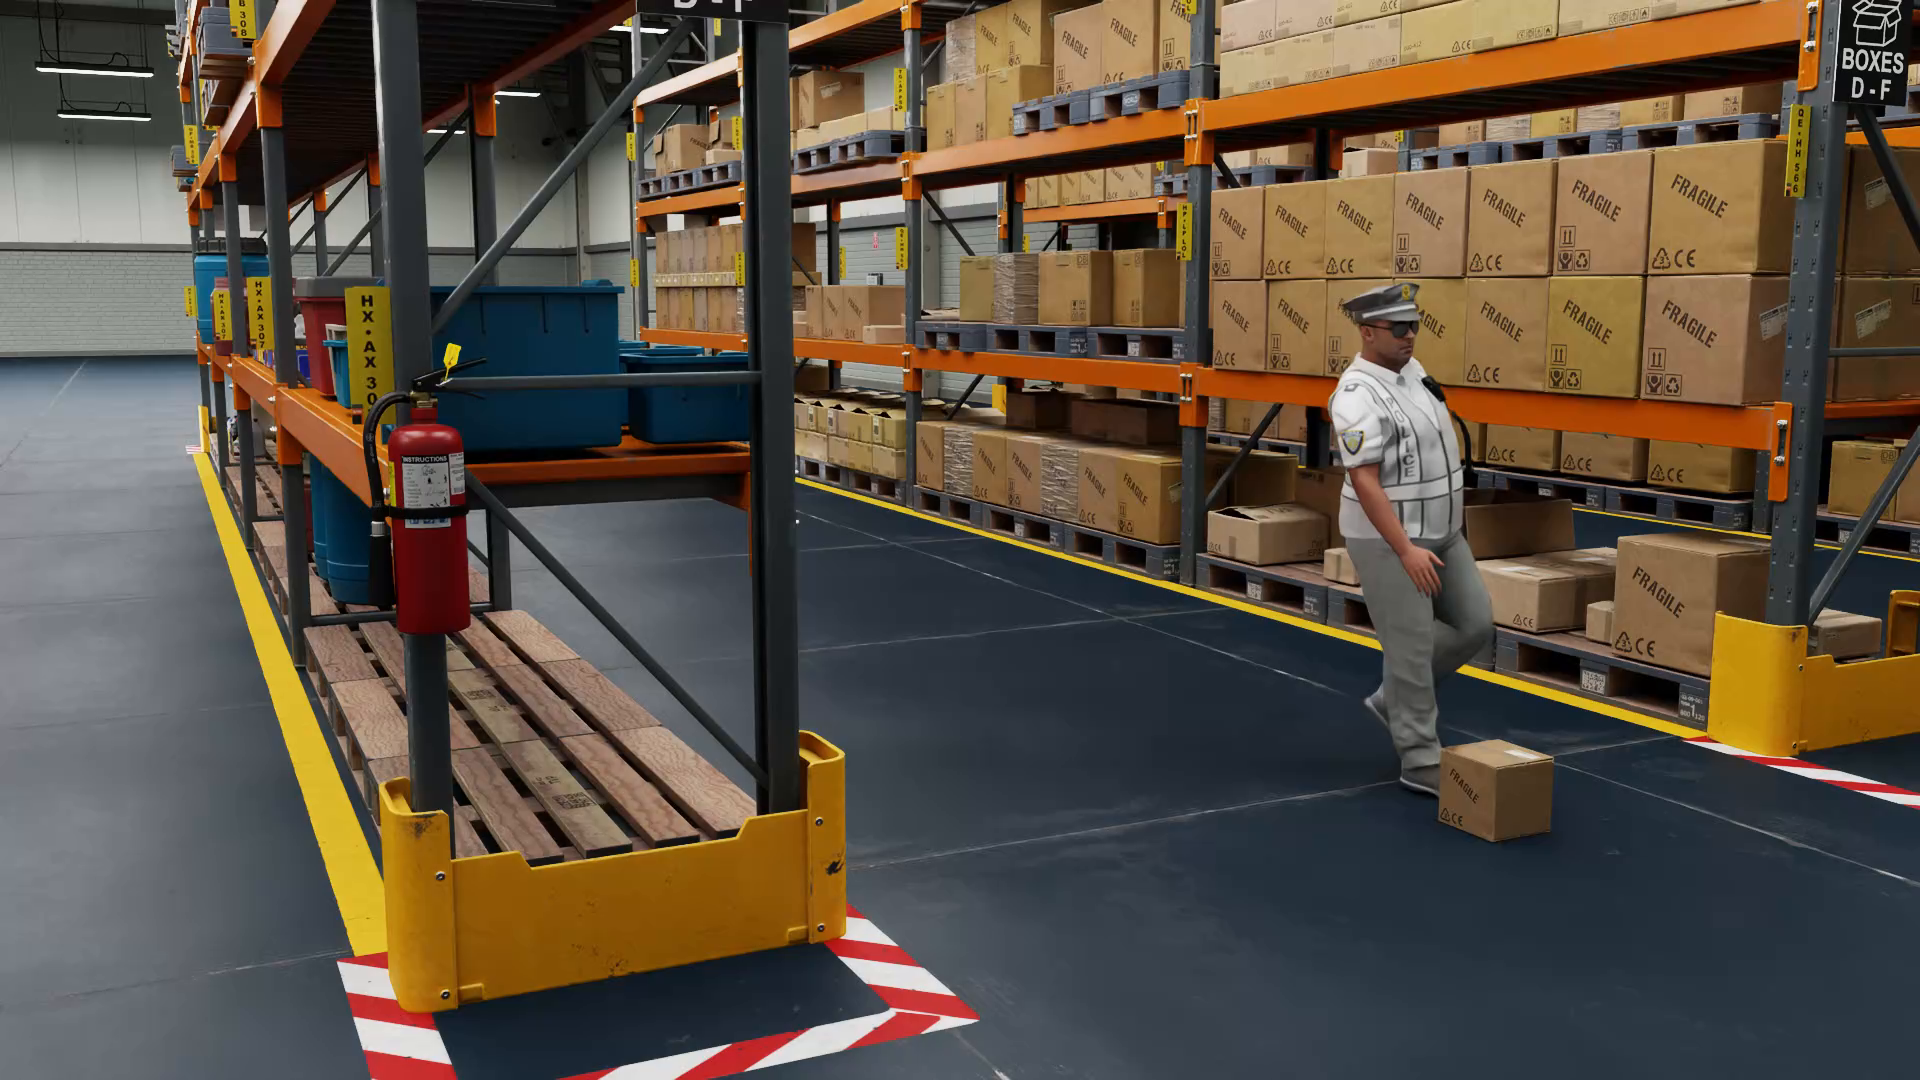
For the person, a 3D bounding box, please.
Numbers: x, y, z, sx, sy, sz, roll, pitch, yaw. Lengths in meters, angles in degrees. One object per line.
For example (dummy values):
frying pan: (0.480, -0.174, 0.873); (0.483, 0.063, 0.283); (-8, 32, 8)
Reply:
person: (1.592, -0.001, 5.742); (0.634, 1.760, 0.600); (-8, 12, -43)
